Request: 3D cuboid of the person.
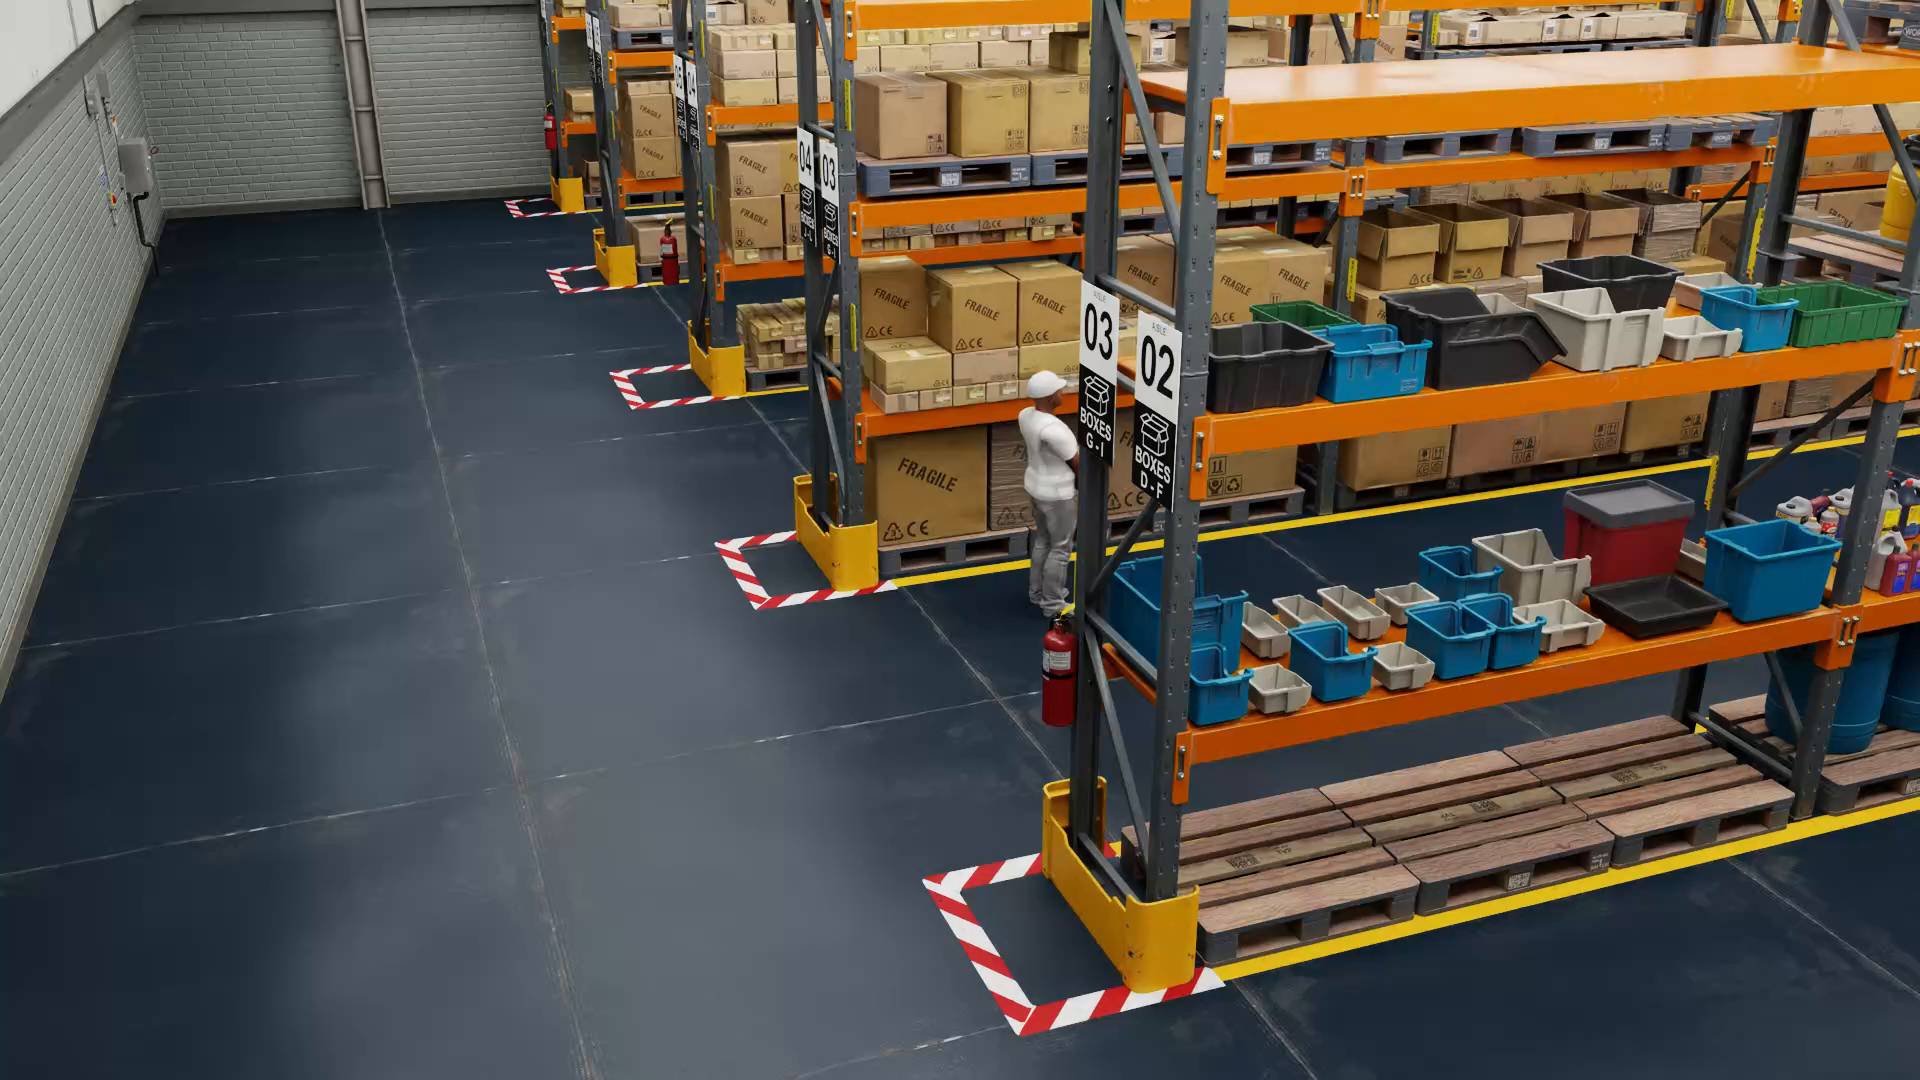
[{"bbox_3d":[0.722,-0.346,11.650,0.576,1.765,0.507,-8,24,-19],"label":"person"}]
